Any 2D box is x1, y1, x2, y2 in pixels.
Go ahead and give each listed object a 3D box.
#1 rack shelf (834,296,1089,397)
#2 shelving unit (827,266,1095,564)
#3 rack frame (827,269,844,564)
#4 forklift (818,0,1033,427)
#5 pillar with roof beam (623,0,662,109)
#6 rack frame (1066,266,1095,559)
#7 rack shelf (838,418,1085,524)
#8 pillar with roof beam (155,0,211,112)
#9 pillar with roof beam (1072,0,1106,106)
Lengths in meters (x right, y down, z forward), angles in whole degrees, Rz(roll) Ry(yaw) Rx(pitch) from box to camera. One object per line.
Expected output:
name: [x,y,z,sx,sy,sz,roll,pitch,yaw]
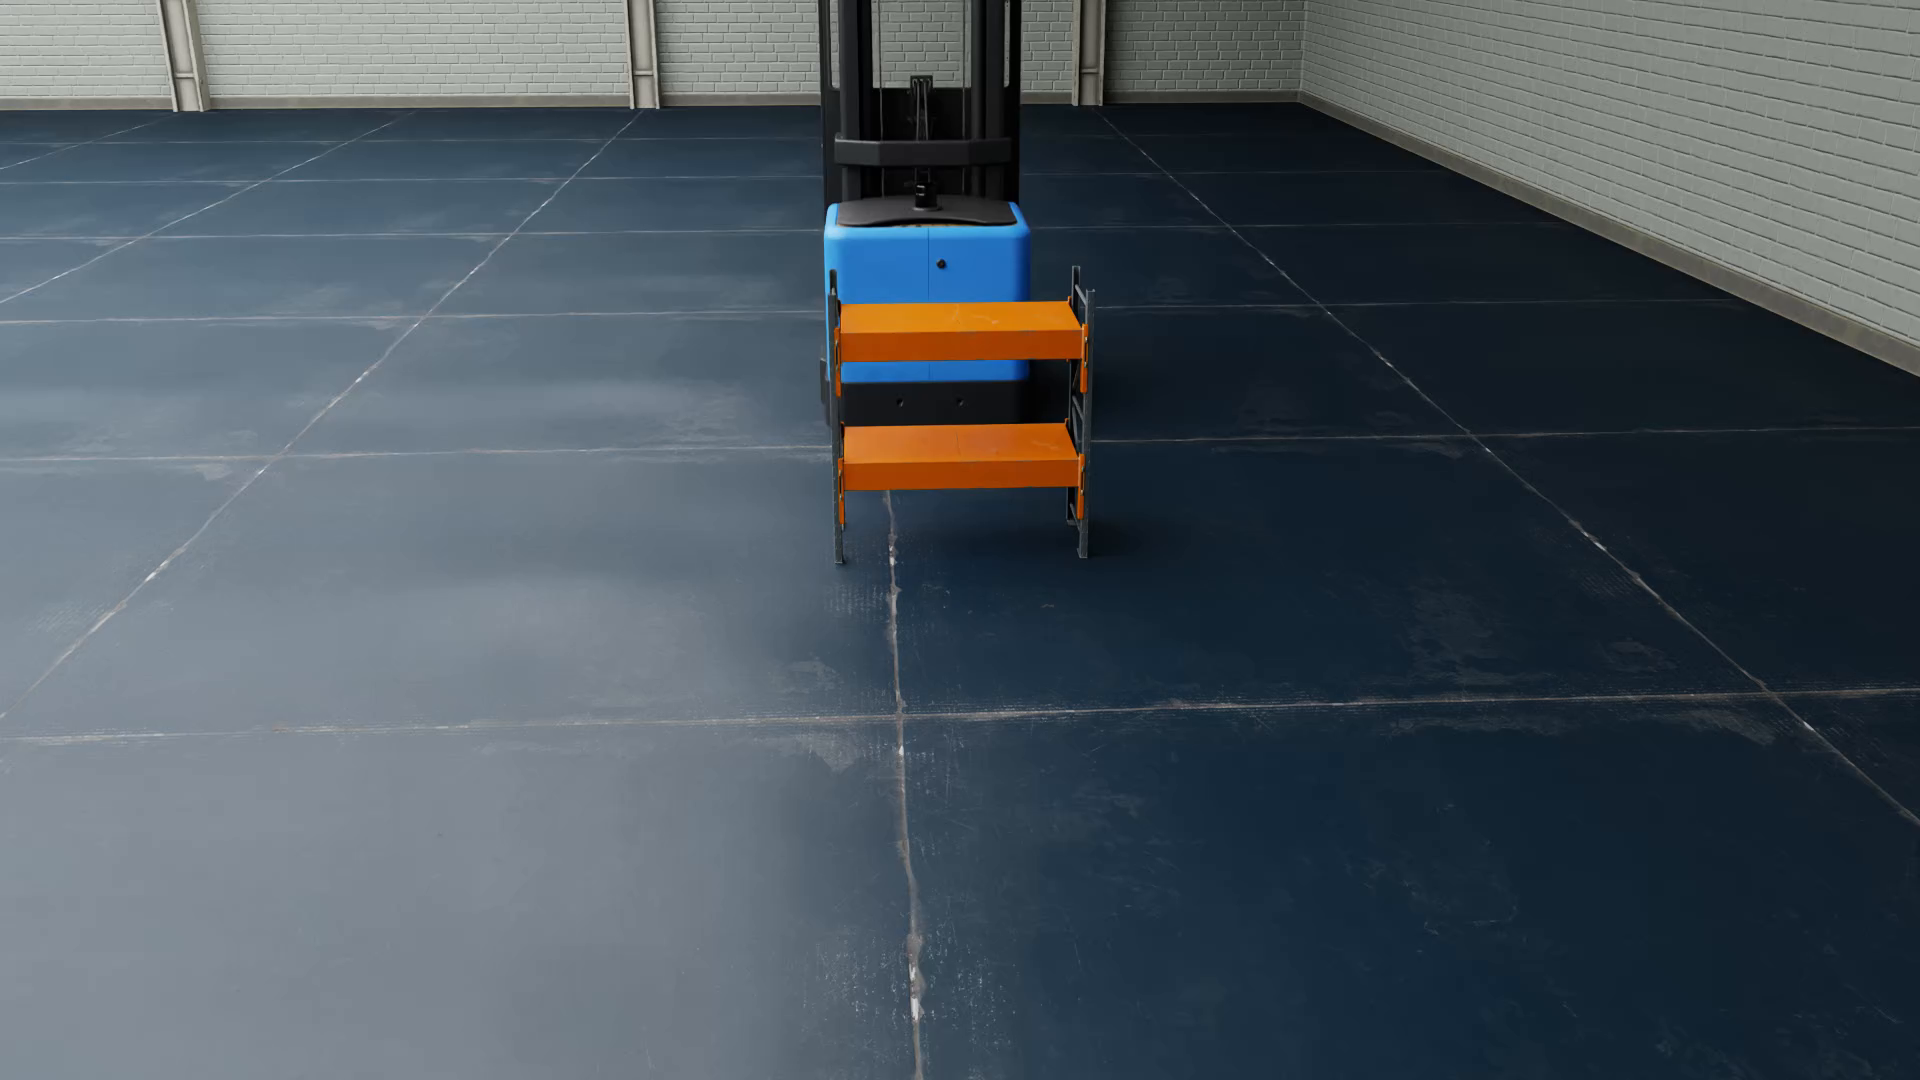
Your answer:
rack shelf: [-0.007,-0.799,6.816,1.000,0.278,0.538,-1,21,-3]
shelving unit: [-0.007,-0.526,6.920,1.048,1.125,0.538,-1,21,-3]
rack frame: [-0.514,-0.515,6.893,0.032,1.125,0.500,-1,21,-3]
forklift: [-0.228,-2.406,9.322,1.130,2.935,3.031,-1,21,-3]
pillar with roof beam: [-3.999,-8.533,16.886,0.400,9.000,9.100,-1,21,-3]
rack frame: [0.501,-0.536,6.948,0.032,1.125,0.500,-1,21,-3]
rack shelf: [-0.007,-0.297,7.007,1.000,0.278,0.538,-1,21,-3]
pillar with roof beam: [-9.989,-8.411,16.566,0.400,9.000,9.100,-1,21,-3]
pillar with roof beam: [1.992,-8.655,17.207,0.400,9.000,9.100,-1,21,-3]
